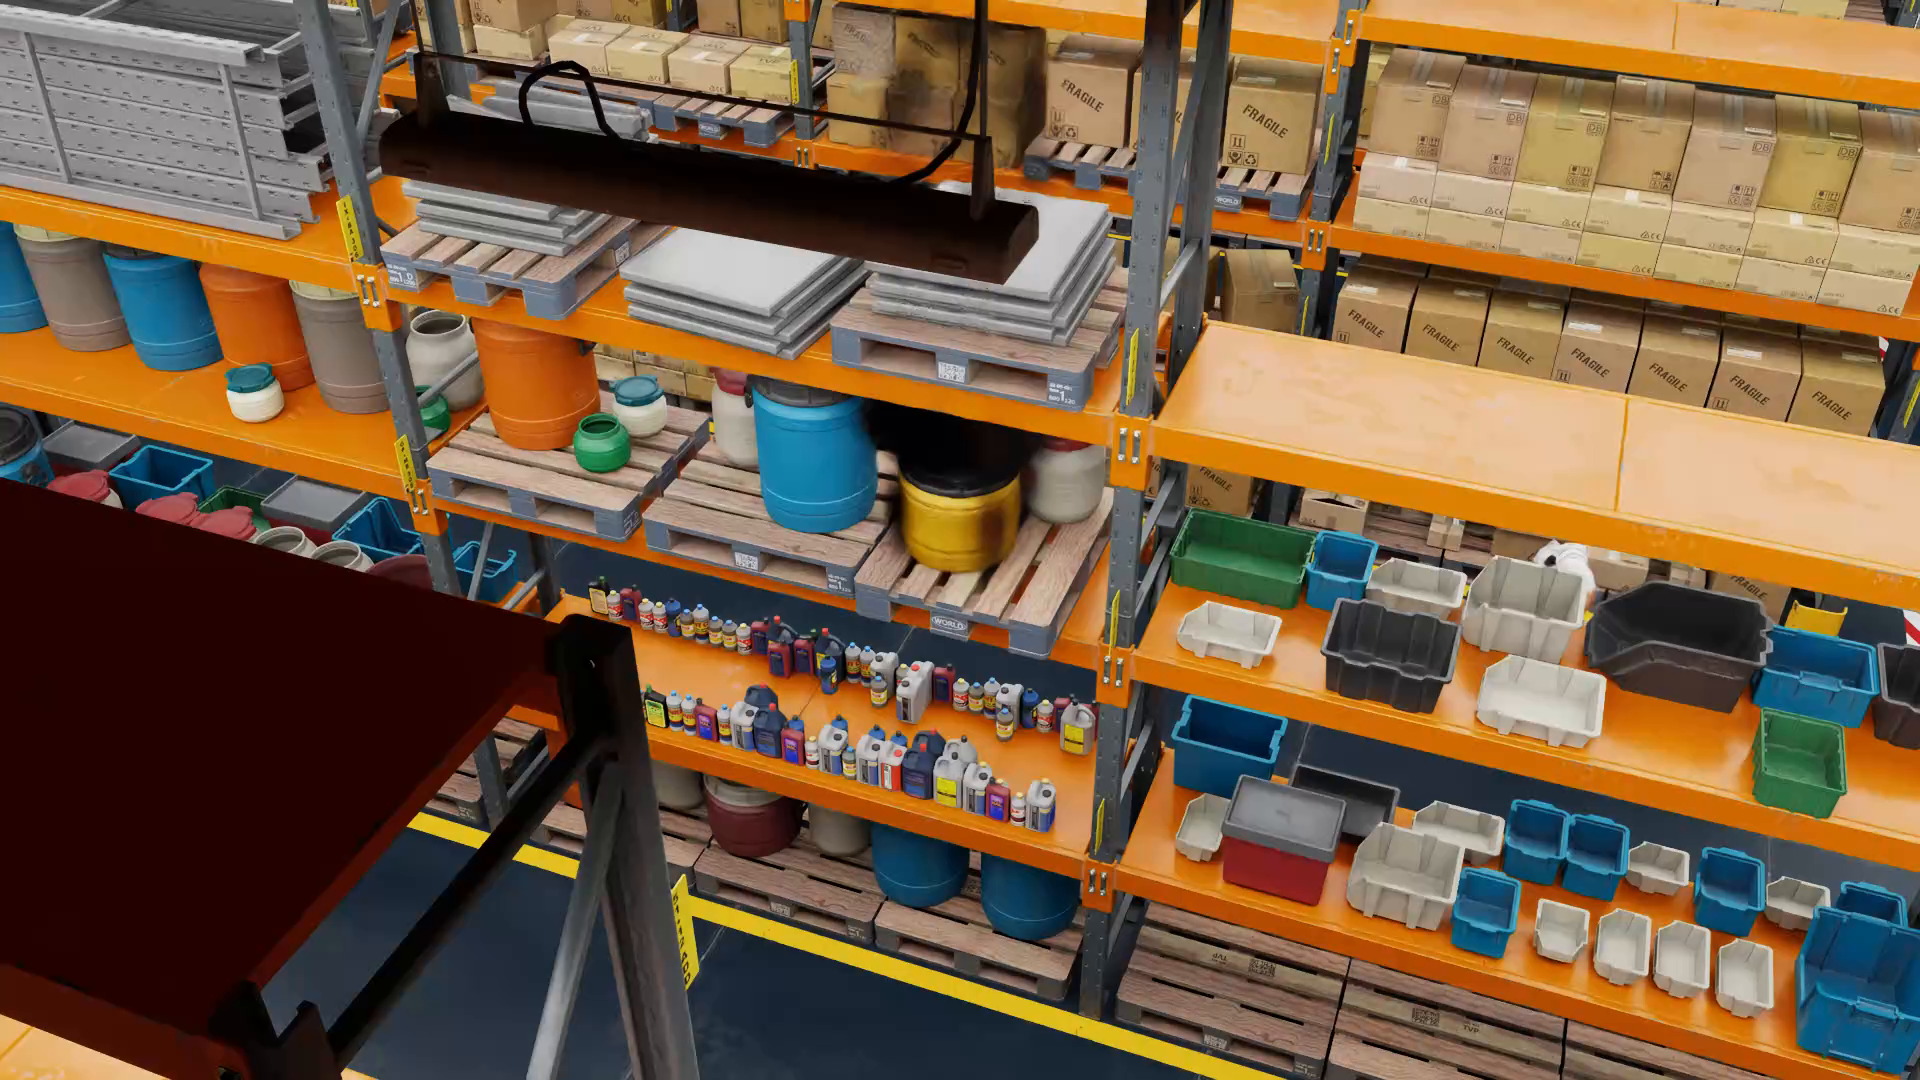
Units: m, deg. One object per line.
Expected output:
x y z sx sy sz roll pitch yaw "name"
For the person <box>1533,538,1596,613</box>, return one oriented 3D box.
3.999 0.428 11.312 0.534 1.542 0.600 10 38 13 "person"
